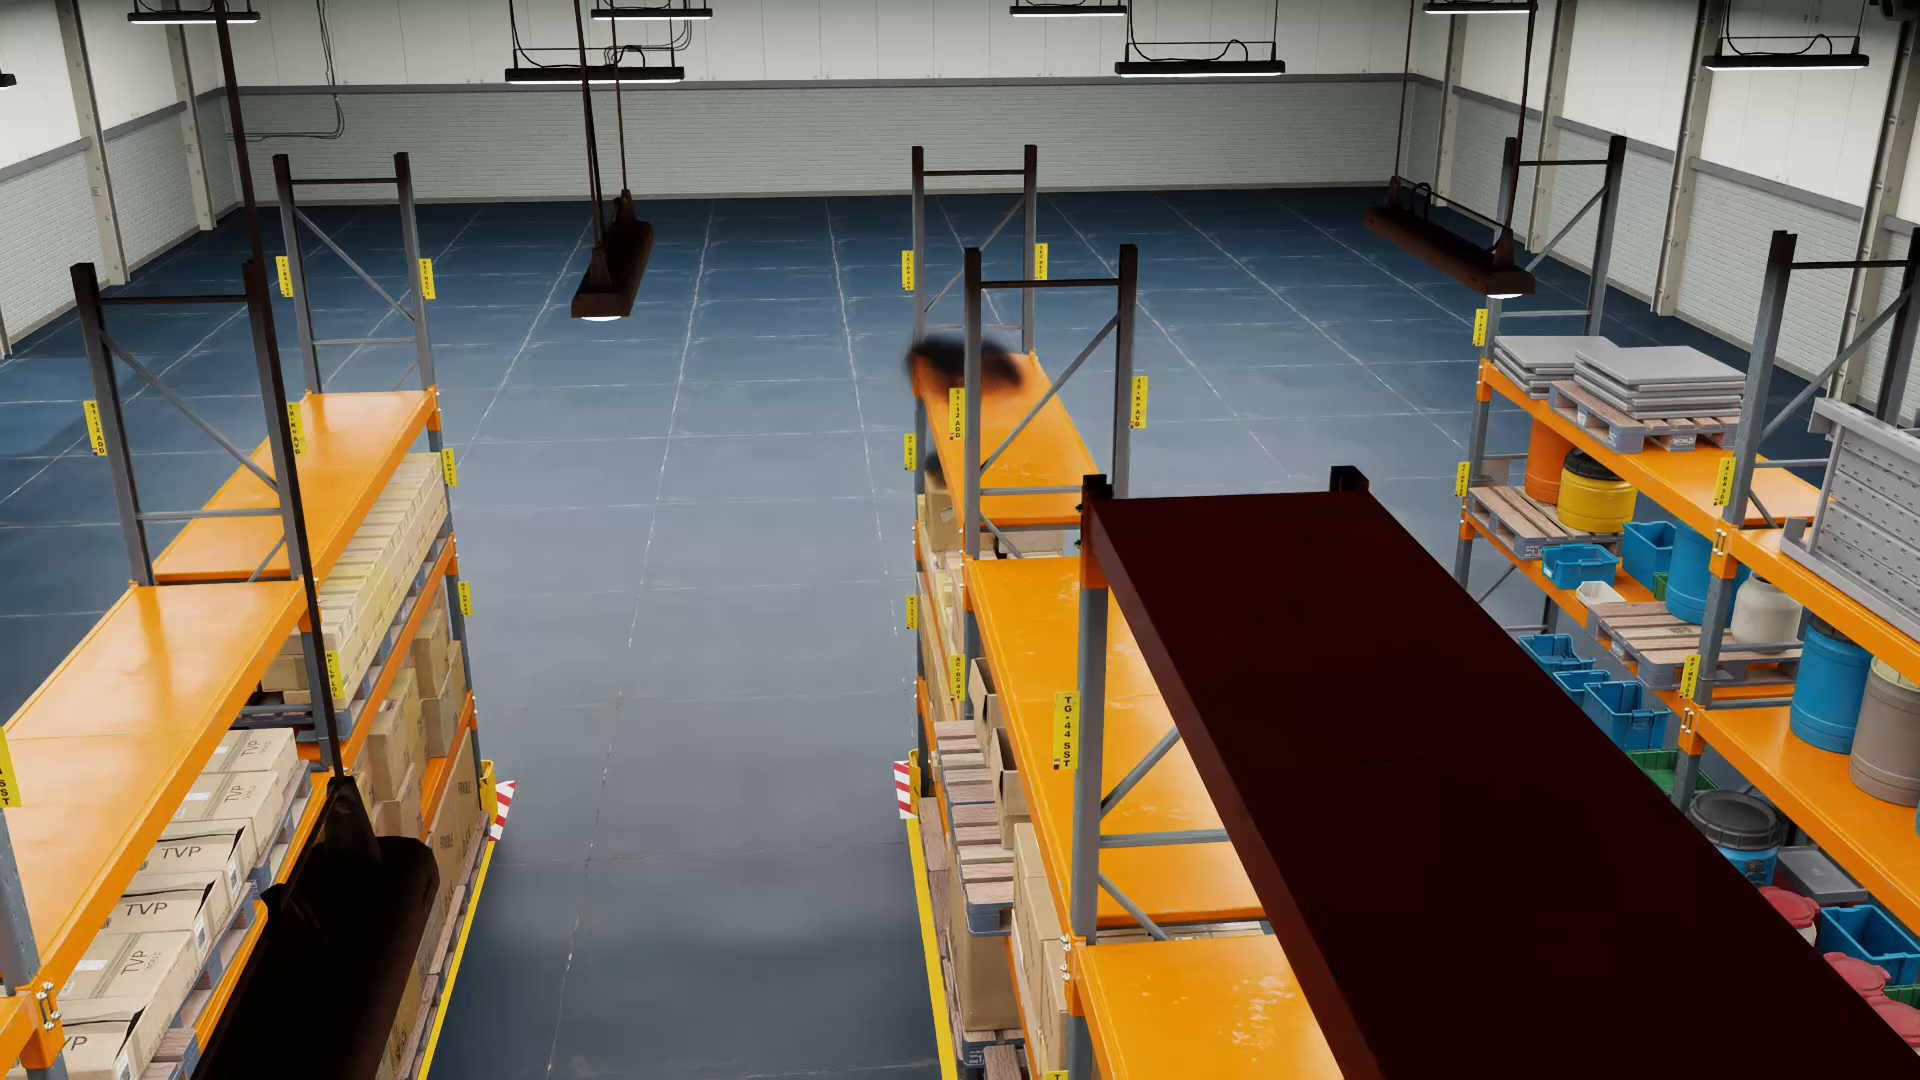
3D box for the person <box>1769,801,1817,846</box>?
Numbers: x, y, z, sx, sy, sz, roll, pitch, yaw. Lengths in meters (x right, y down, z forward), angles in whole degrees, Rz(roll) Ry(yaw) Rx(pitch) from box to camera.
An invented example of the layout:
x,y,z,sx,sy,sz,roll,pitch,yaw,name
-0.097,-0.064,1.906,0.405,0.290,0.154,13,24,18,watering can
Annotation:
x,y,z,sx,sy,sz,roll,pitch,yaw,name
6.962,2.220,13.791,0.519,1.715,0.847,1,22,2,person
